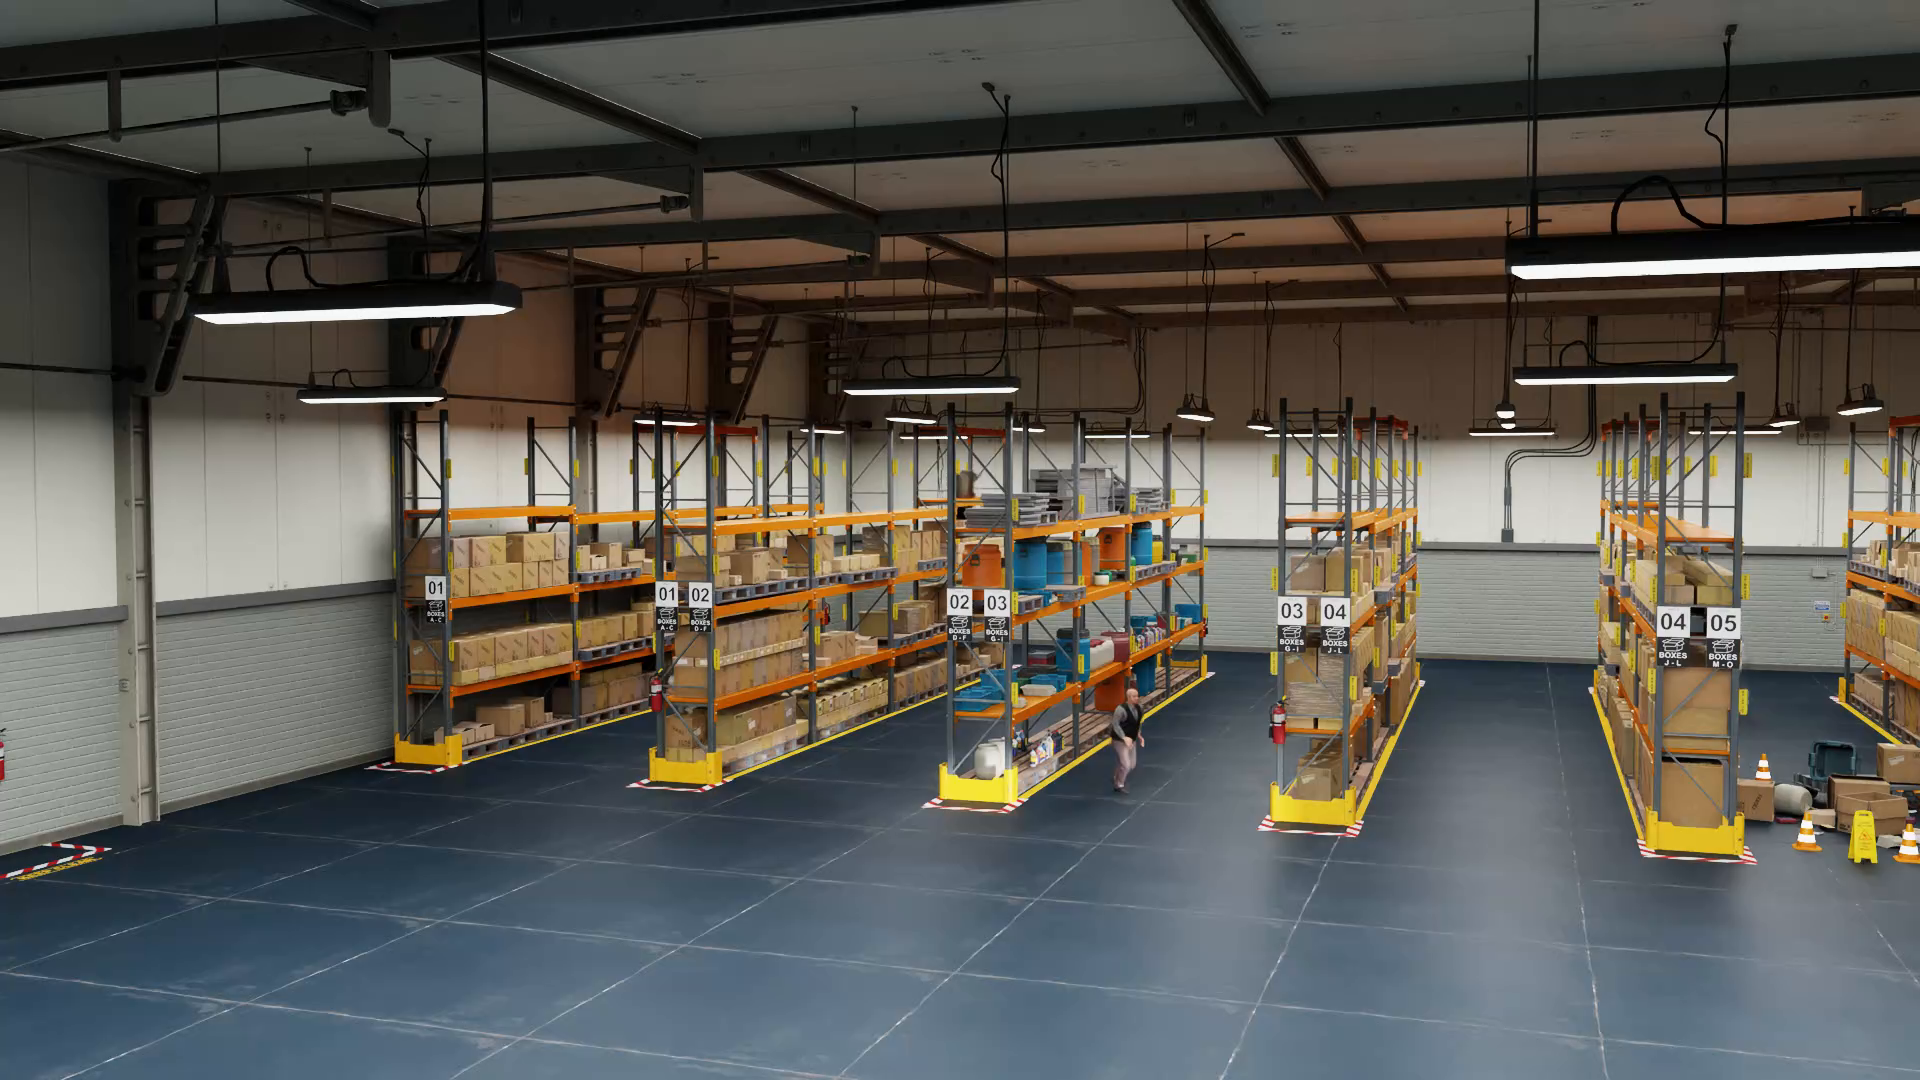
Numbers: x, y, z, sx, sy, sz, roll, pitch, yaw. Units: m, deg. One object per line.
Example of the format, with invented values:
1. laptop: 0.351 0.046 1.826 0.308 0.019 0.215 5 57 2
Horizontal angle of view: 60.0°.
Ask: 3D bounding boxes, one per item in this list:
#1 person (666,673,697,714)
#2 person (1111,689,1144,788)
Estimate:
1. person: -4.955 3.024 29.917 0.545 1.421 0.750 0 2 6
2. person: 2.496 3.046 25.595 0.614 1.571 0.728 -2 3 -43
